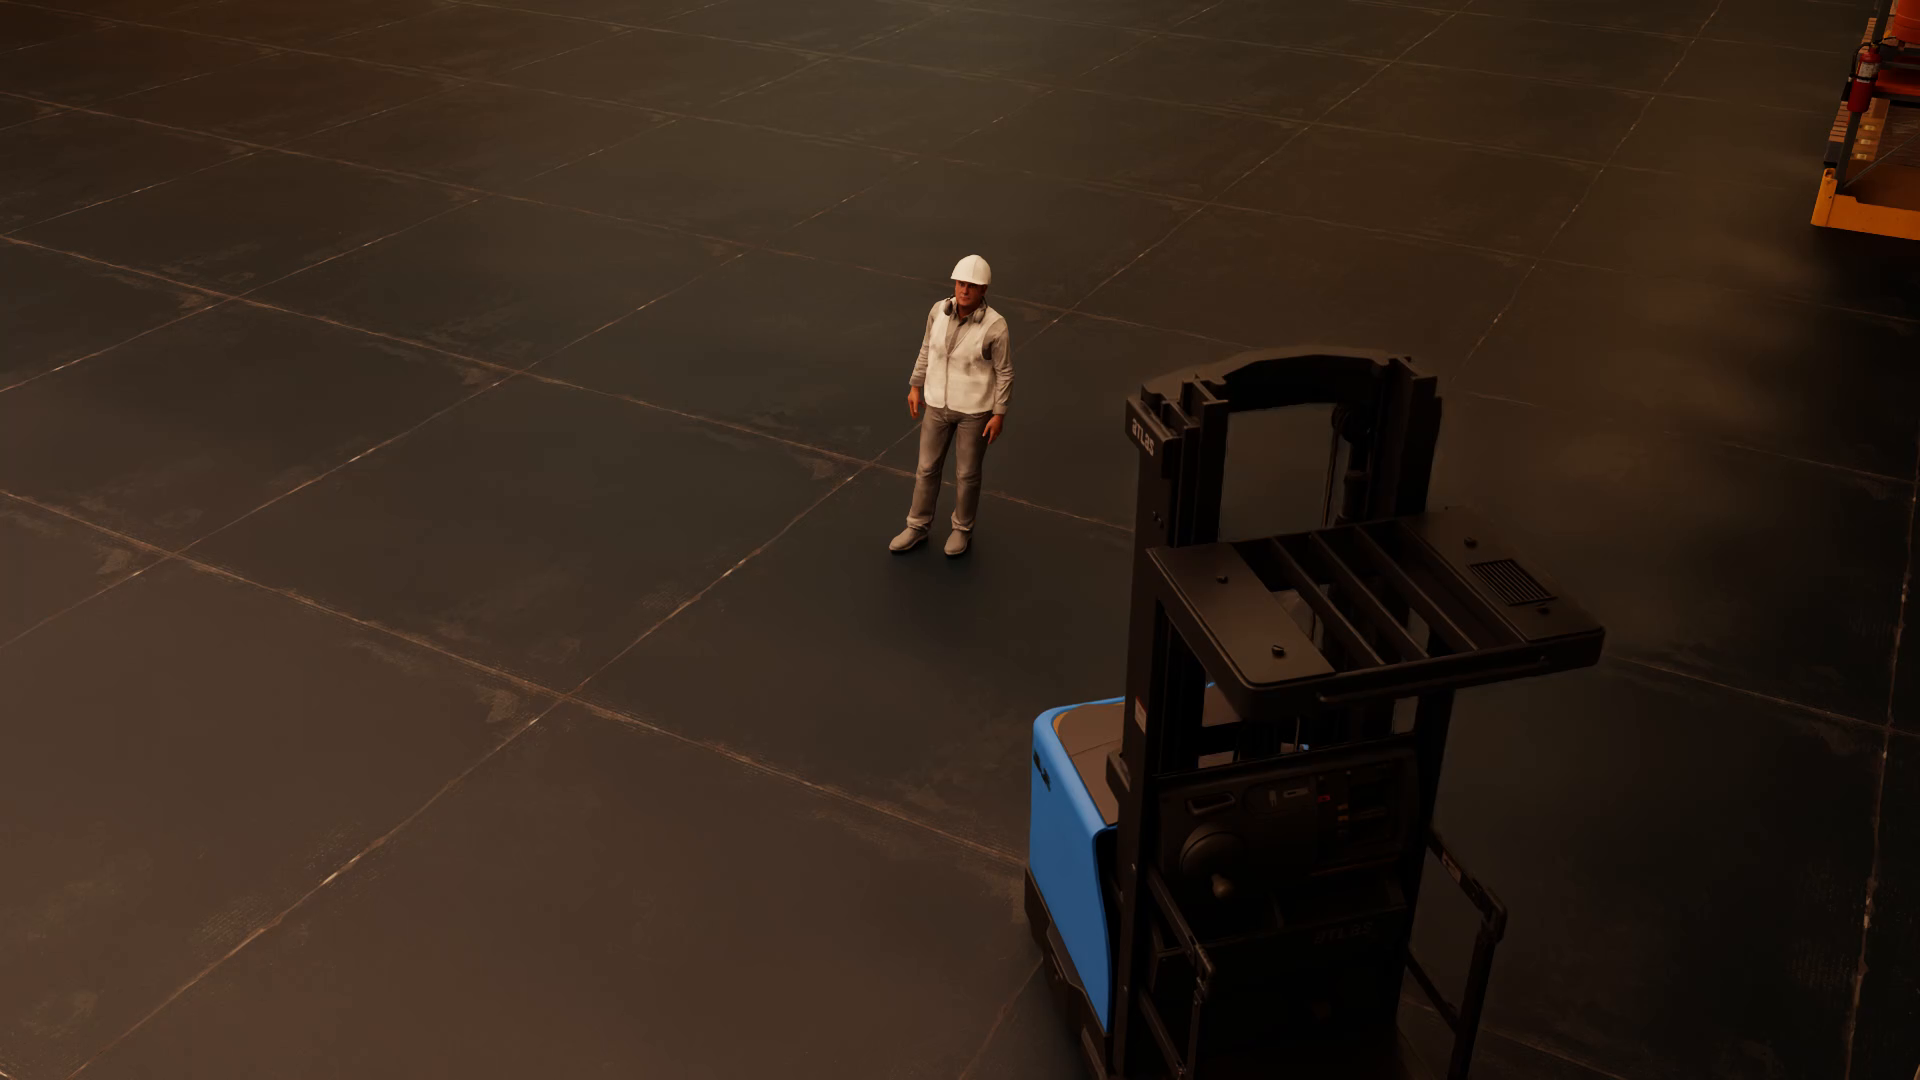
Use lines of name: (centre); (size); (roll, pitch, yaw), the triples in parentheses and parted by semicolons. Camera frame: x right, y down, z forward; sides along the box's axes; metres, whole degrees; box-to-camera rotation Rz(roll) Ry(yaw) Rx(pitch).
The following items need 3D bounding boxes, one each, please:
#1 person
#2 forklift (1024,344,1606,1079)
person: (-0.037, -0.750, 9.512); (0.632, 1.773, 0.568); (15, 33, 25)
forklift: (1.157, 0.990, 5.355); (1.130, 2.935, 3.031); (-8, 31, -13)
